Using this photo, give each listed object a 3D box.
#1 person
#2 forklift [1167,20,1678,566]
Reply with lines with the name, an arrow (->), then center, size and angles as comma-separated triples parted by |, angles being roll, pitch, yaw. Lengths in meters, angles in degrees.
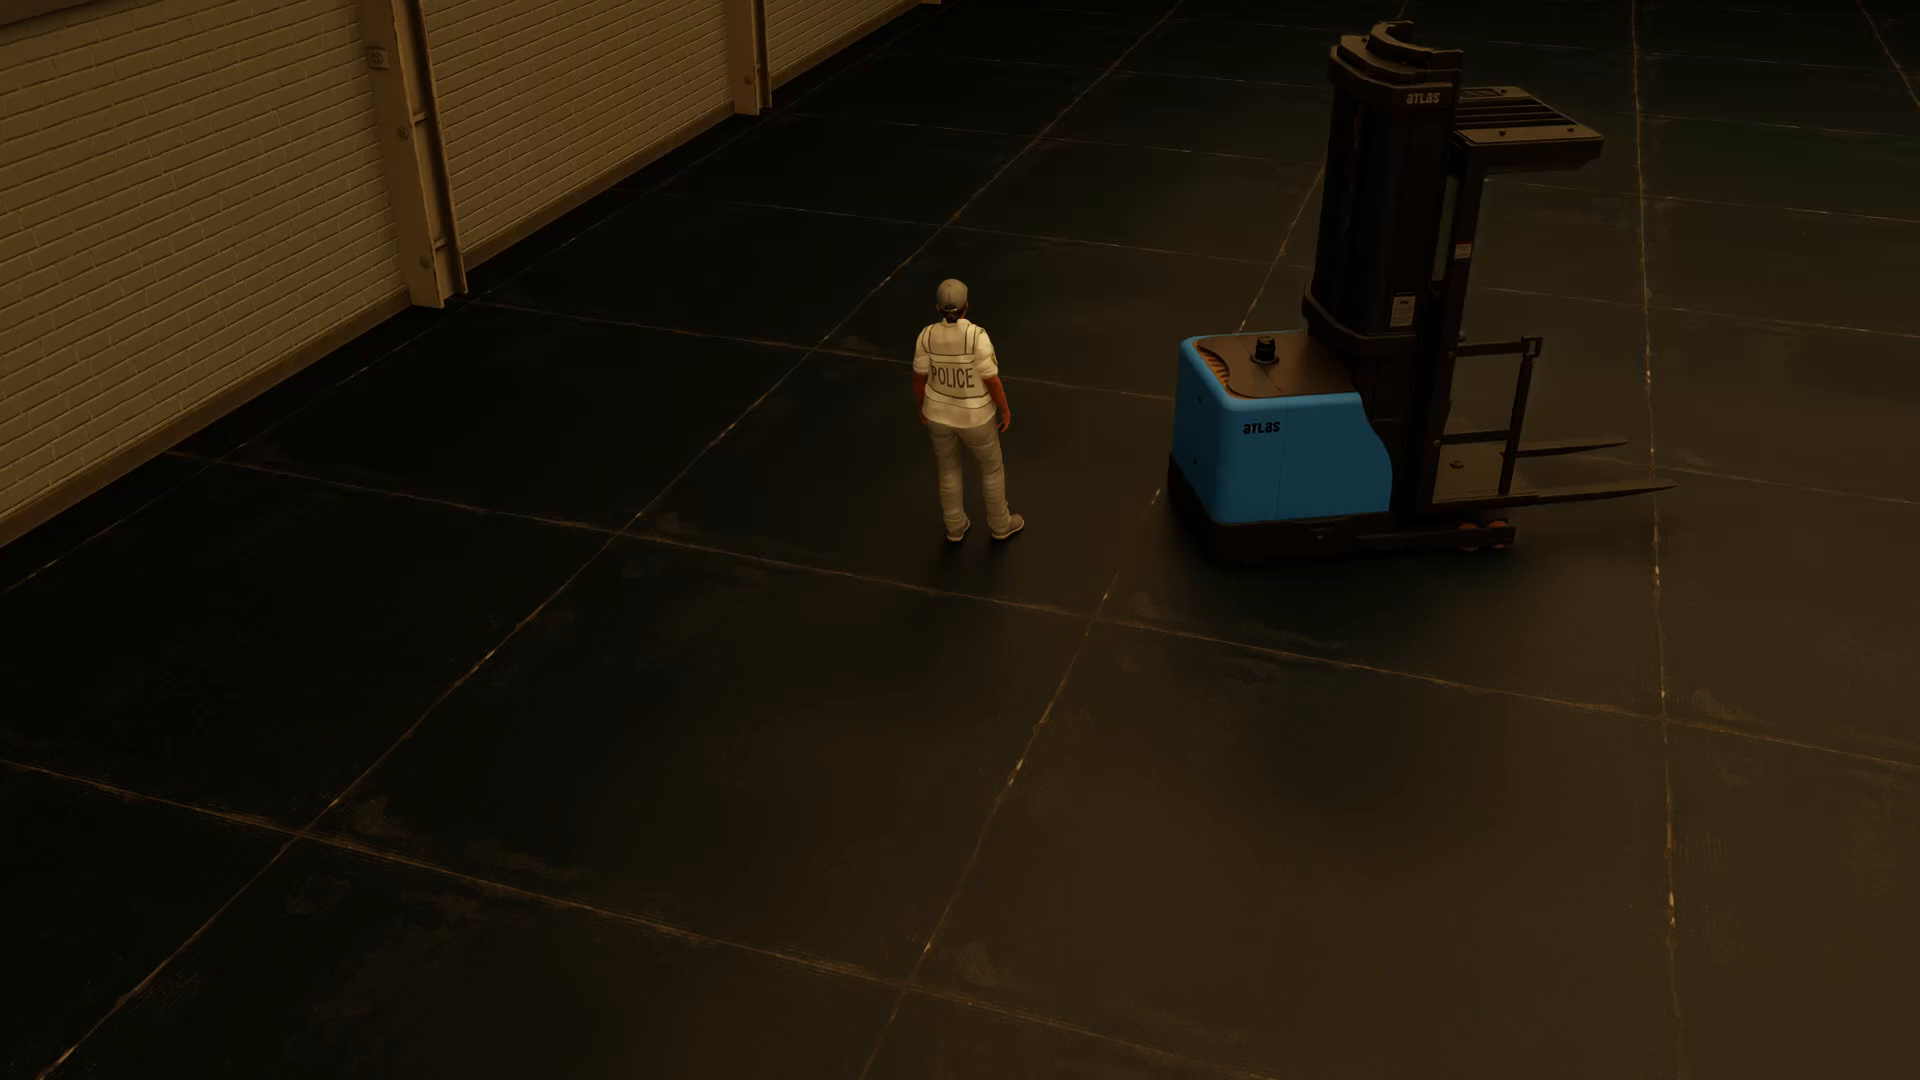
person -> 0.047, -0.762, 9.736 | 0.598, 1.670, 0.529 | 10, 31, 16
forklift -> 2.880, -1.459, 9.695 | 3.031, 2.935, 1.130 | -5, 30, -8
